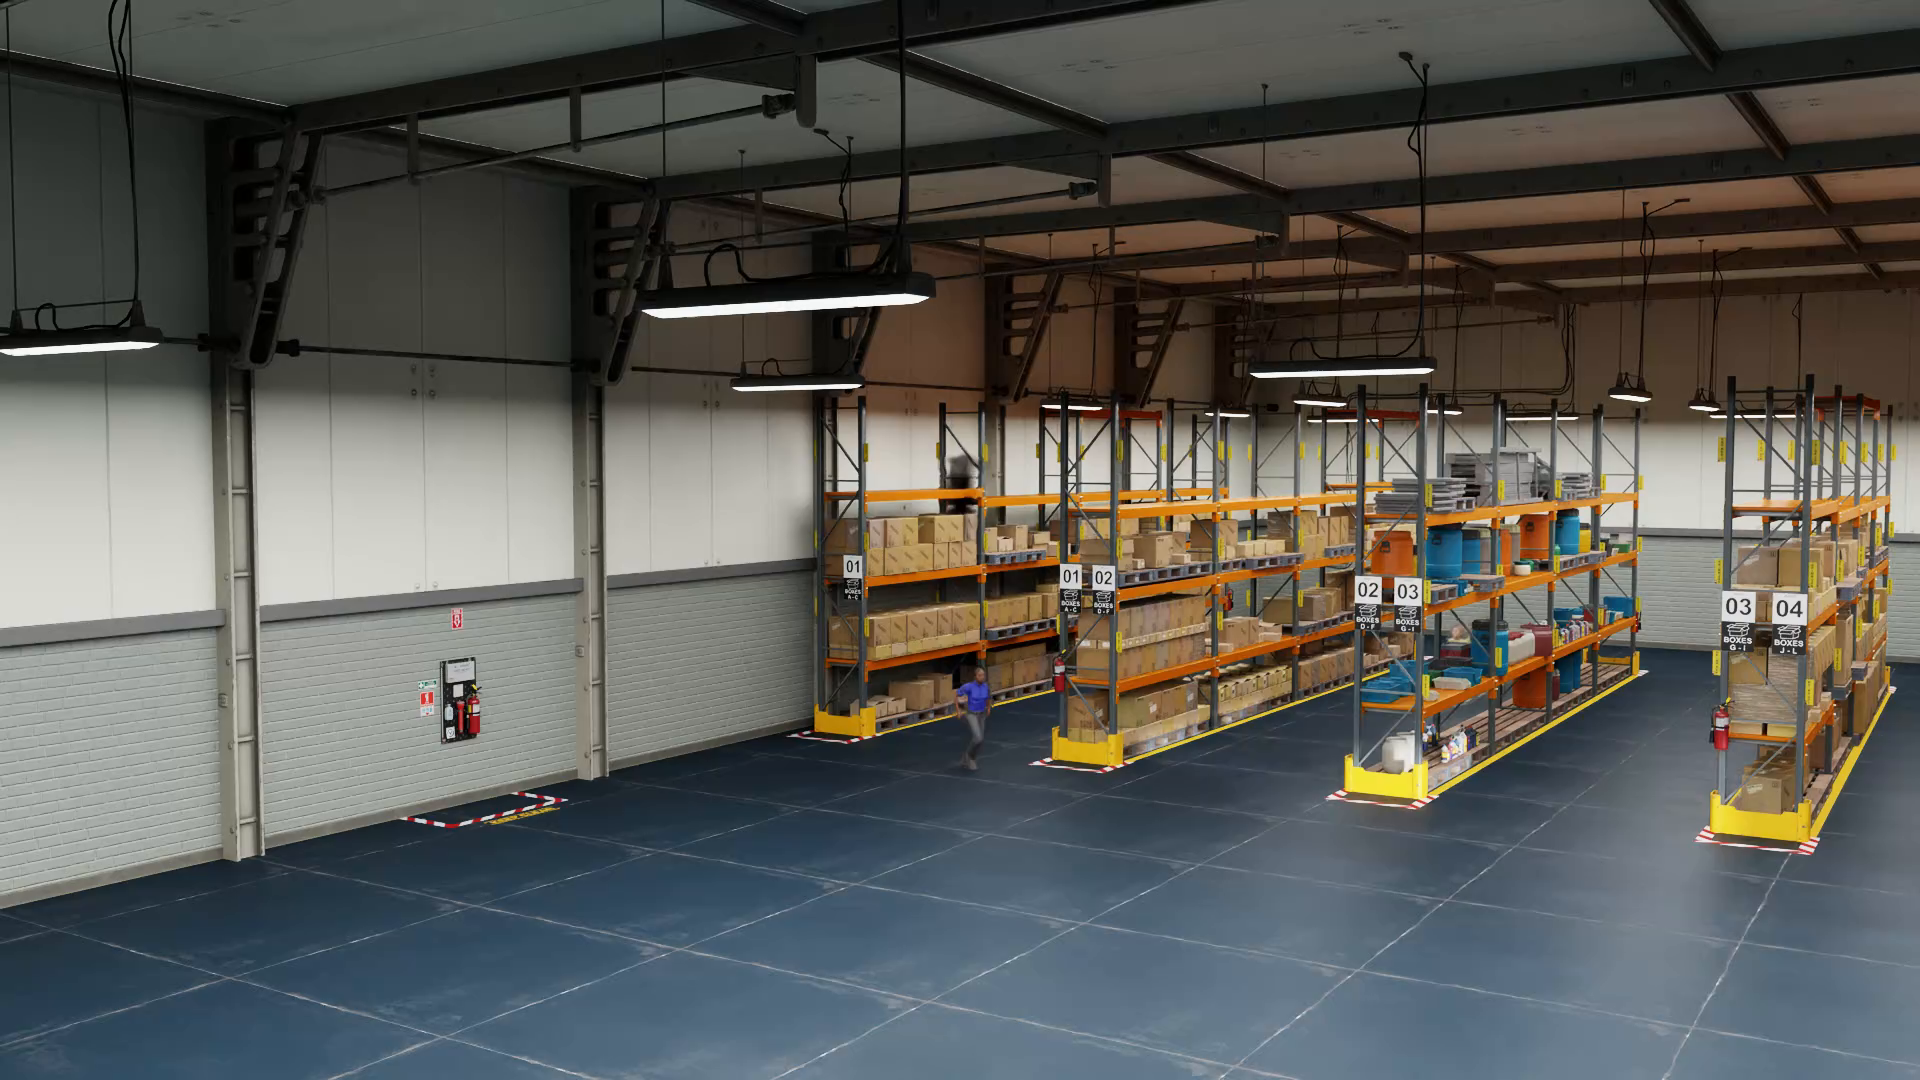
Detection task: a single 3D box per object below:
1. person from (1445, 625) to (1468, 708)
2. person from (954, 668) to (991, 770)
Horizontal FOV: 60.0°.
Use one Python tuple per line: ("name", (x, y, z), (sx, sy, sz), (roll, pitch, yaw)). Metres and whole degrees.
("person", (9.642, 2.474, 32.398), (0.551, 1.623, 0.530), (2, 3, 30))
("person", (0.225, 2.812, 26.181), (0.608, 1.625, 0.622), (-2, 4, -35))
